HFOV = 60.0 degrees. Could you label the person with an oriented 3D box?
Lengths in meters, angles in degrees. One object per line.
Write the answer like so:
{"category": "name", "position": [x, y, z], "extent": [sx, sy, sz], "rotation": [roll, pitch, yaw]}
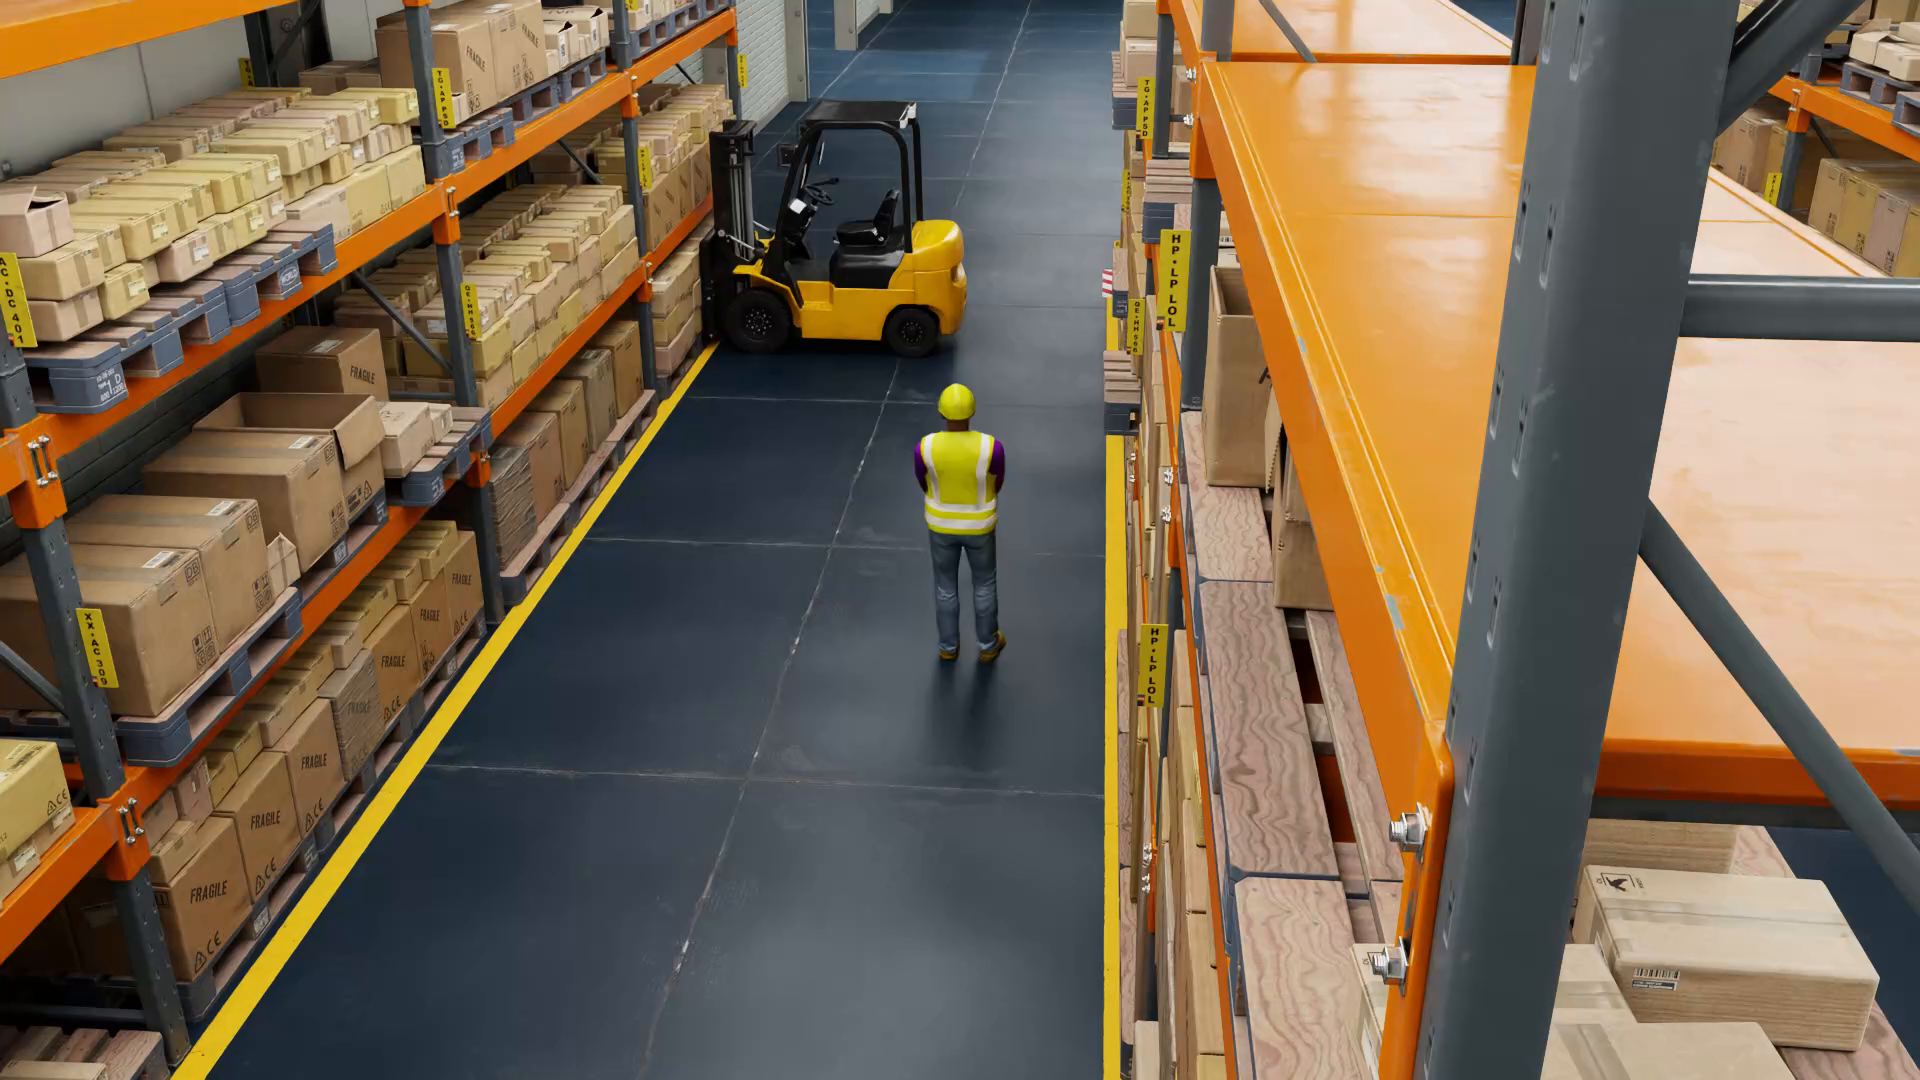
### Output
{"category": "person", "position": [0.009, -0.128, 9.852], "extent": [0.538, 1.772, 0.560], "rotation": [2, 24, 3]}
